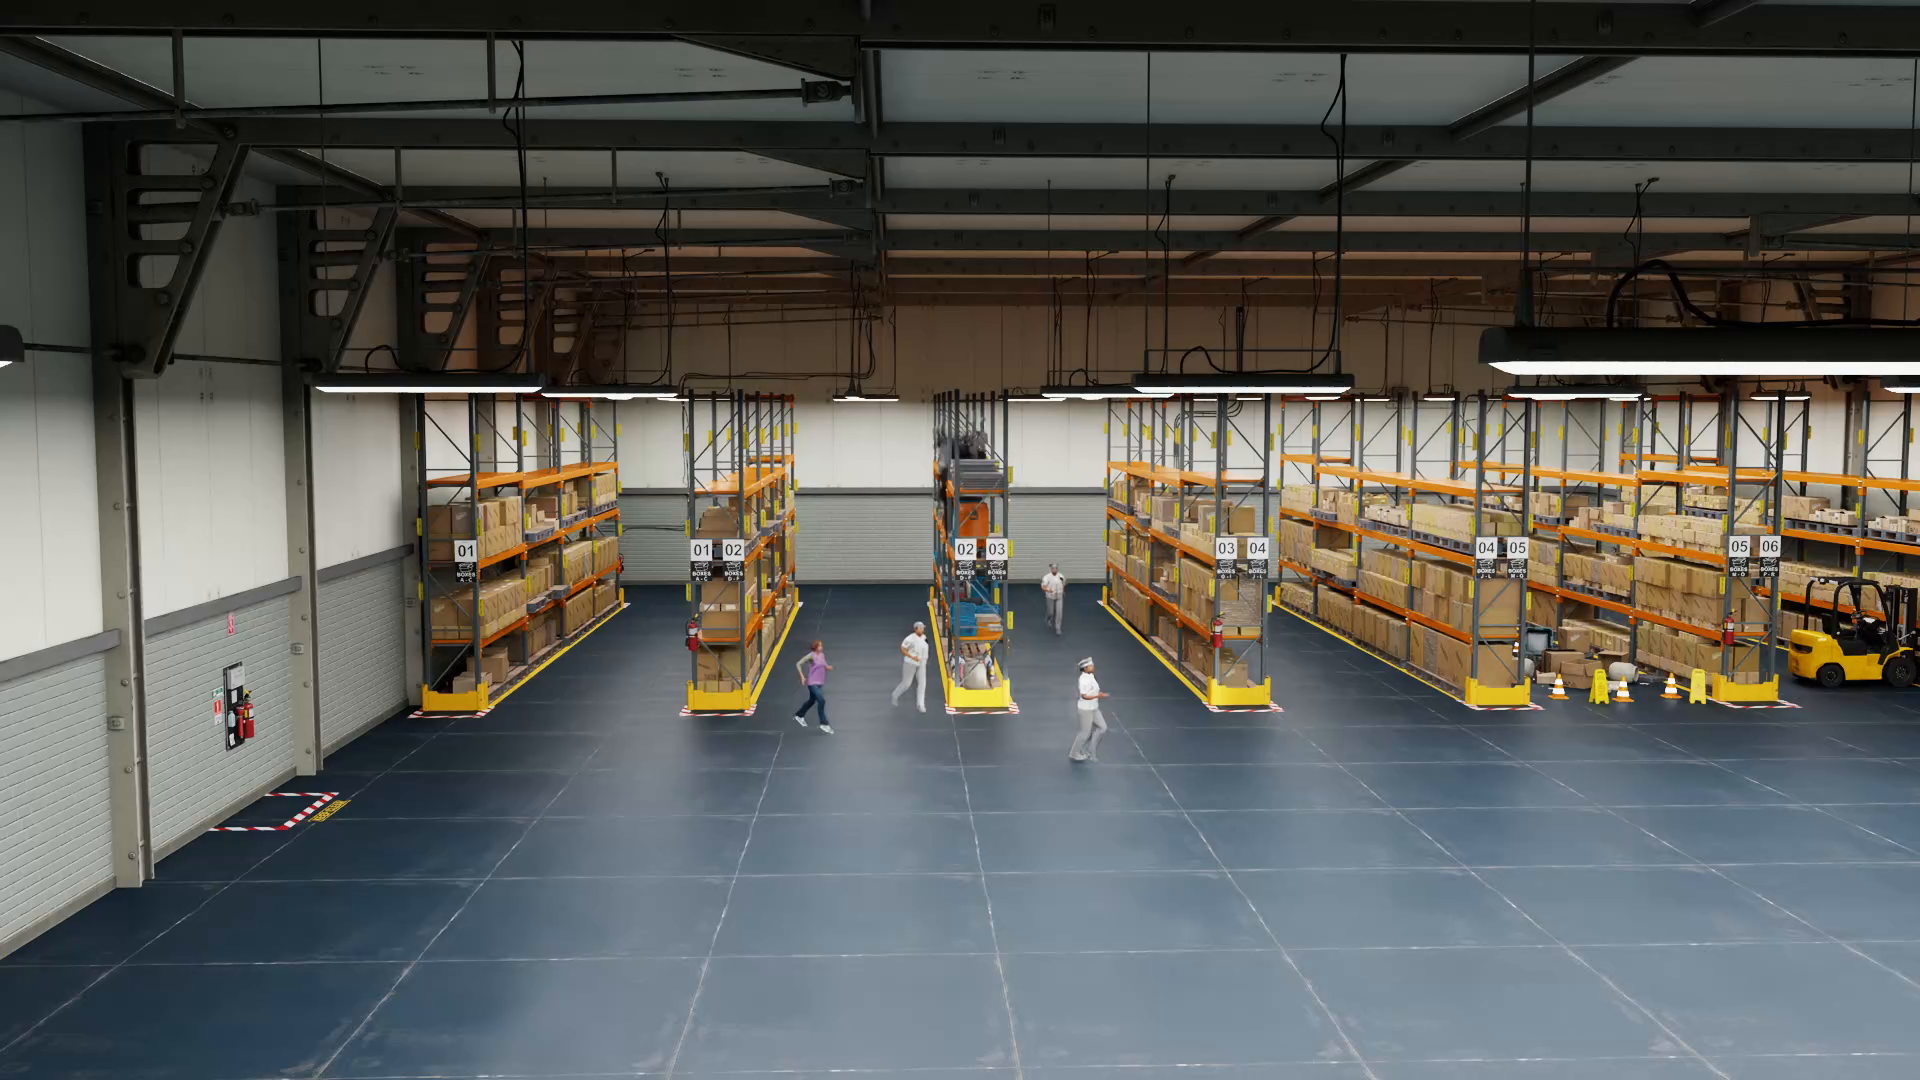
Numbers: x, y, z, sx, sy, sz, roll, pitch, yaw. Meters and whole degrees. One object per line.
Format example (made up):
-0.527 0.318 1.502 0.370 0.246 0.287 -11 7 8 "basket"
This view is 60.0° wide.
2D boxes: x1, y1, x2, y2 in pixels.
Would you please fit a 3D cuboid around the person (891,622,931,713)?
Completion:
-0.820 2.360 31.190 0.691 1.635 0.926 -3 6 -35 "person"

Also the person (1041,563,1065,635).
2.362 1.450 41.720 0.663 1.783 0.937 -1 5 -12 "person"

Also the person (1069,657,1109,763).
2.081 2.723 26.553 0.663 1.730 0.555 2 5 24 "person"

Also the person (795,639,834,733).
-2.549 2.530 29.047 0.855 1.612 0.515 2 5 28 "person"
